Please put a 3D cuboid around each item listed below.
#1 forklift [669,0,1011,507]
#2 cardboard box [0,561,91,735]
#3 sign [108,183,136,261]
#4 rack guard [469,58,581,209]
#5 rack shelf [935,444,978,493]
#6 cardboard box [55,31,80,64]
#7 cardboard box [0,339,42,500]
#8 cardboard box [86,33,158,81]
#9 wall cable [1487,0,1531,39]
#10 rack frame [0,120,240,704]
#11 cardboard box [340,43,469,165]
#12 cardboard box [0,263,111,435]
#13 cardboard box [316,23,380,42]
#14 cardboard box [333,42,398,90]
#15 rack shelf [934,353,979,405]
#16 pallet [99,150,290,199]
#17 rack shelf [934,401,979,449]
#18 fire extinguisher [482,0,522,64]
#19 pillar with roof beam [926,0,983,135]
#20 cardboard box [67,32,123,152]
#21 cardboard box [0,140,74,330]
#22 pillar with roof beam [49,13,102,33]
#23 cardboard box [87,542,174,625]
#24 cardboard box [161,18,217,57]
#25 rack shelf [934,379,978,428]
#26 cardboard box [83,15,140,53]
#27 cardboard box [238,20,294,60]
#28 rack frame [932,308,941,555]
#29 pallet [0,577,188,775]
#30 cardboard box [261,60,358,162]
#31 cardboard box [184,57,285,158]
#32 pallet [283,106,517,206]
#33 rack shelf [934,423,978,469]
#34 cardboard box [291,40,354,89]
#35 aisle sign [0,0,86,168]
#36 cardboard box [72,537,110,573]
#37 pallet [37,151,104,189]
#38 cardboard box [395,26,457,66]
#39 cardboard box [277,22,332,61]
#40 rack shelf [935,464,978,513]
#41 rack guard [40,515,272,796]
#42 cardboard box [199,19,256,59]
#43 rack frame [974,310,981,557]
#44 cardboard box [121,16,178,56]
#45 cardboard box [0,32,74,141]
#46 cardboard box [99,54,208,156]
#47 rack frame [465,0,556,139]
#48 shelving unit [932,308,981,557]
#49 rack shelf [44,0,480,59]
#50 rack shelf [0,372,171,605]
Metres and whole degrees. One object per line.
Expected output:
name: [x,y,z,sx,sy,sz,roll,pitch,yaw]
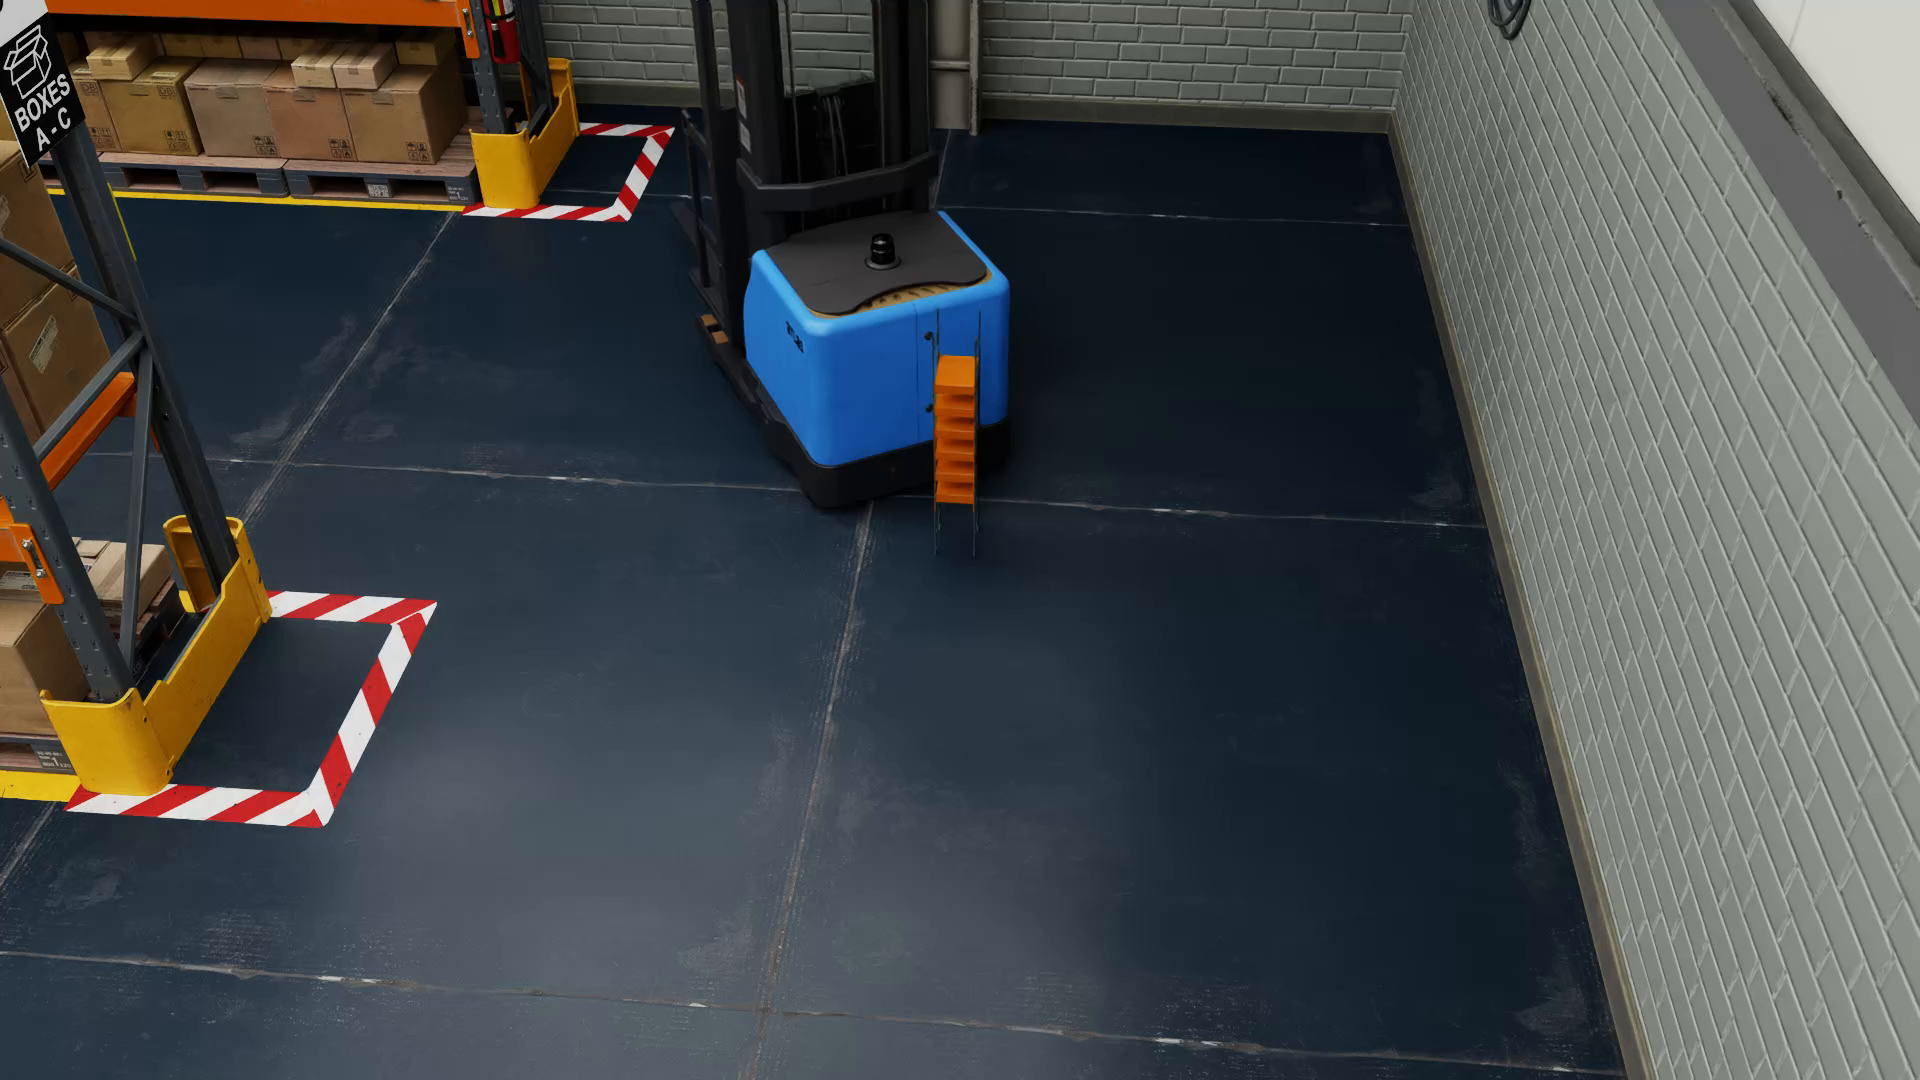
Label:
forklift: [-0.824,-2.222,8.328,1.130,2.935,3.031,-16,42,-19]
cardboard box: [-3.813,0.417,6.663,0.500,0.500,0.500,3,39,4]
sign: [-3.203,-1.184,6.313,0.005,0.325,0.100,3,39,4]
rack guard: [-2.802,-2.652,10.782,0.348,0.500,1.175,3,39,4]
rack shelf: [-0.014,-0.339,7.646,0.180,0.103,0.258,3,39,4]
cardboard box: [-5.749,-3.047,10.421,0.250,0.149,0.380,4,39,5]
cardboard box: [-3.719,-0.399,5.955,0.500,0.500,0.500,4,39,5]
cardboard box: [-5.229,-3.018,10.386,0.250,0.149,0.380,2,39,3]
wall cable: [2.778,-4.212,8.427,0.112,2.526,3.097,3,39,4]
rack frame: [-3.250,-0.507,6.167,0.127,3.000,1.000,3,39,4]
cardboard box: [-3.532,-2.791,10.621,0.500,0.500,0.700,3,39,4]
cardboard box: [-3.669,-0.736,6.369,0.500,0.500,0.500,4,39,5]
cardboard box: [-3.895,-3.189,10.596,0.250,0.149,0.380,3,39,4]
cardboard box: [-3.676,-2.935,10.284,0.250,0.149,0.380,3,39,3]
rack shelf: [-0.014,-0.711,7.343,0.180,0.103,0.258,3,39,4]
pallet: [-4.841,-2.603,10.952,1.213,0.211,1.003,3,39,4]
rack shelf: [-0.014,-0.525,7.495,0.180,0.103,0.258,3,39,4]
fire extinguisher: [-2.716,-3.149,9.770,0.183,0.674,0.296,3,39,4]
pillar with roof beam: [-0.433,-3.639,5.262,0.400,9.000,9.100,3,39,4]
cardboard box: [-5.575,-2.899,10.754,0.500,0.500,0.700,3,39,3]
cardboard box: [-3.669,-1.123,6.053,0.500,0.500,0.500,4,39,5]
pillar with roof beam: [-6.410,-3.965,5.664,0.400,9.000,9.100,3,39,4]
cardboard box: [-3.637,0.189,7.222,0.250,0.149,0.380,3,39,4]
cardboard box: [-4.906,-3.244,10.663,0.250,0.149,0.380,2,39,3]
rack shelf: [-0.014,-0.618,7.419,0.180,0.103,0.258,3,39,4]
cardboard box: [-5.414,-3.272,10.697,0.250,0.149,0.380,2,39,2]
cardboard box: [-4.398,-3.216,10.629,0.250,0.149,0.380,4,39,4]
rack frame: [-0.106,-0.471,7.549,0.006,1.200,0.240,3,39,4]
pallet: [-4.120,0.528,7.105,1.213,0.211,1.003,3,39,4]
cardboard box: [-4.030,-2.818,10.654,0.500,0.500,0.700,3,39,4]
cardboard box: [-4.532,-2.845,10.687,0.500,0.500,0.700,2,39,2]
pallet: [-3.629,-2.535,10.868,1.213,0.211,1.003,3,39,4]
rack shelf: [-0.014,-0.432,7.571,0.180,0.103,0.258,3,39,4]
cardboard box: [-3.930,-2.949,10.300,0.250,0.149,0.380,4,39,5]
aisle sign: [-3.156,-1.696,5.569,0.004,0.787,0.394,3,39,4]
cardboard box: [-3.886,0.169,7.233,0.250,0.166,0.380,3,39,4]
pallet: [-6.060,-2.668,11.031,1.213,0.211,1.003,3,39,4]
cardboard box: [-3.390,-3.162,10.562,0.250,0.149,0.380,3,39,4]
cardboard box: [-4.144,-3.203,10.613,0.250,0.149,0.380,3,39,4]
rack shelf: [-0.014,-0.246,7.722,0.180,0.103,0.258,3,39,4]
rack guard: [-3.325,0.458,6.961,0.348,0.500,1.175,3,39,4]
cardboard box: [-4.653,-3.230,10.646,0.250,0.149,0.380,4,39,4]
rack frame: [0.077,-0.461,7.537,0.006,1.200,0.240,3,39,4]
cardboard box: [-5.163,-3.257,10.680,0.250,0.149,0.380,4,39,4]
cardboard box: [-6.075,-2.929,10.790,0.500,0.500,0.700,4,39,4]
cardboard box: [-5.063,-2.870,10.717,0.500,0.500,0.700,4,39,5]
rack frame: [-2.826,-3.622,9.995,0.127,3.000,1.000,3,39,4]
shelving unit: [-0.014,-0.466,7.543,0.189,1.200,0.258,3,39,4]
rack shelf: [-4.819,-3.452,10.356,4.000,0.370,1.077,3,39,4]
rack shelf: [-5.242,-0.337,6.528,4.000,0.370,1.077,3,39,4]
